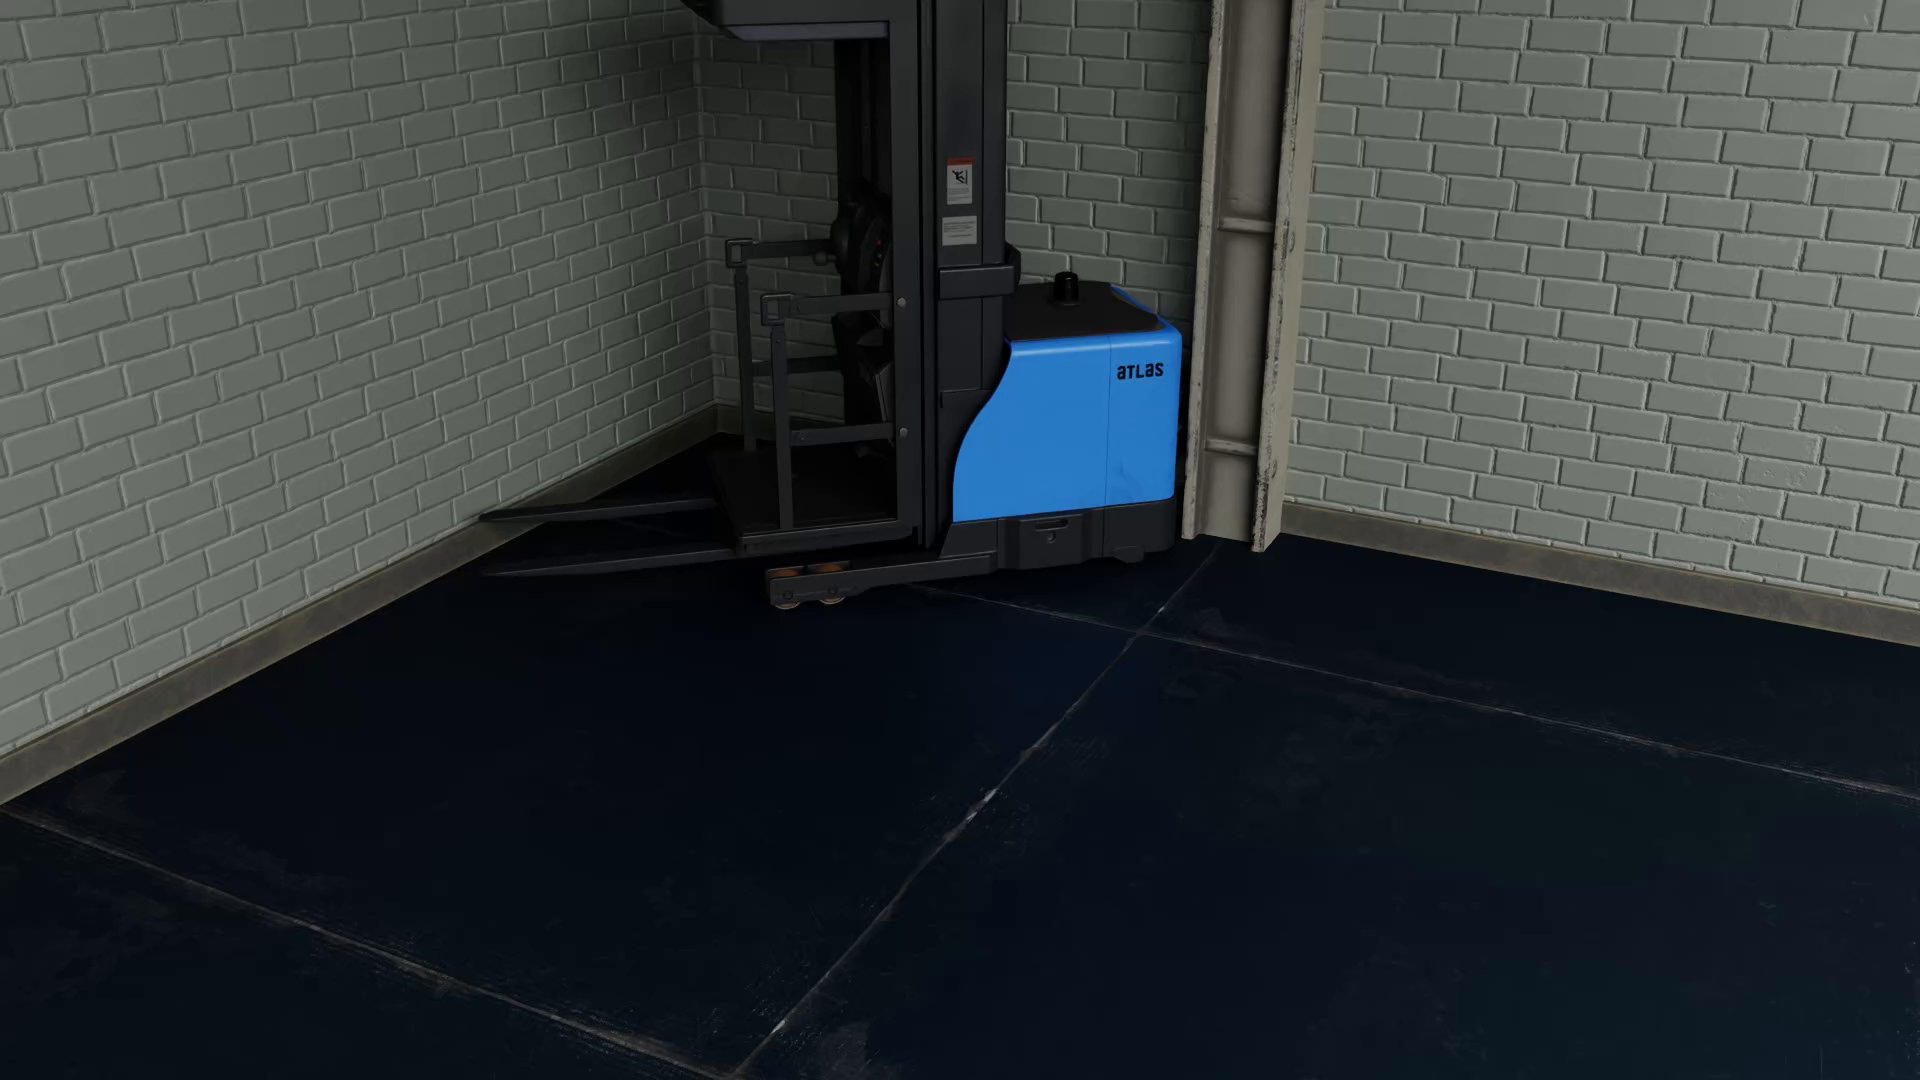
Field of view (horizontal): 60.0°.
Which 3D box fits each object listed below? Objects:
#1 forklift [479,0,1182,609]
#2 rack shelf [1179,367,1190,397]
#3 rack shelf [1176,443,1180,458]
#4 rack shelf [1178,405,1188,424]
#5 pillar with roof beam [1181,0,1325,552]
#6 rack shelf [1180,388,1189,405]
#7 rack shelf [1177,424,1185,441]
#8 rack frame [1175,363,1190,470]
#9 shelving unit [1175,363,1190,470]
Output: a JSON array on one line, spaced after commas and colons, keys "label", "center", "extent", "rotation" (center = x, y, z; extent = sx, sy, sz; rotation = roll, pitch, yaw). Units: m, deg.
[{"label": "forklift", "center": [-0.602, -1.284, 7.024], "extent": [3.031, 2.935, 1.130], "rotation": [-6, 24, -14]}, {"label": "rack shelf", "center": [0.983, -0.747, 7.712], "extent": [0.200, 0.077, 0.258], "rotation": [25, 27, 22]}, {"label": "rack shelf", "center": [0.906, -0.430, 7.865], "extent": [0.200, 0.077, 0.258], "rotation": [25, 27, 22]}, {"label": "rack shelf", "center": [0.945, -0.589, 7.788], "extent": [0.200, 0.077, 0.258], "rotation": [25, 27, 22]}, {"label": "pillar with roof beam", "center": [-0.666, -2.668, 2.526], "extent": [0.400, 9.000, 9.100], "rotation": [11, 25, 25]}, {"label": "rack shelf", "center": [0.964, -0.668, 7.750], "extent": [0.200, 0.077, 0.258], "rotation": [25, 27, 22]}, {"label": "rack shelf", "center": [0.925, -0.509, 7.827], "extent": [0.200, 0.077, 0.258], "rotation": [25, 27, 22]}, {"label": "rack frame", "center": [1.018, -0.499, 7.774], "extent": [0.006, 0.900, 0.240], "rotation": [25, 27, 22]}, {"label": "shelving unit", "center": [0.932, -0.539, 7.813], "extent": [0.210, 0.900, 0.258], "rotation": [25, 27, 22]}]
